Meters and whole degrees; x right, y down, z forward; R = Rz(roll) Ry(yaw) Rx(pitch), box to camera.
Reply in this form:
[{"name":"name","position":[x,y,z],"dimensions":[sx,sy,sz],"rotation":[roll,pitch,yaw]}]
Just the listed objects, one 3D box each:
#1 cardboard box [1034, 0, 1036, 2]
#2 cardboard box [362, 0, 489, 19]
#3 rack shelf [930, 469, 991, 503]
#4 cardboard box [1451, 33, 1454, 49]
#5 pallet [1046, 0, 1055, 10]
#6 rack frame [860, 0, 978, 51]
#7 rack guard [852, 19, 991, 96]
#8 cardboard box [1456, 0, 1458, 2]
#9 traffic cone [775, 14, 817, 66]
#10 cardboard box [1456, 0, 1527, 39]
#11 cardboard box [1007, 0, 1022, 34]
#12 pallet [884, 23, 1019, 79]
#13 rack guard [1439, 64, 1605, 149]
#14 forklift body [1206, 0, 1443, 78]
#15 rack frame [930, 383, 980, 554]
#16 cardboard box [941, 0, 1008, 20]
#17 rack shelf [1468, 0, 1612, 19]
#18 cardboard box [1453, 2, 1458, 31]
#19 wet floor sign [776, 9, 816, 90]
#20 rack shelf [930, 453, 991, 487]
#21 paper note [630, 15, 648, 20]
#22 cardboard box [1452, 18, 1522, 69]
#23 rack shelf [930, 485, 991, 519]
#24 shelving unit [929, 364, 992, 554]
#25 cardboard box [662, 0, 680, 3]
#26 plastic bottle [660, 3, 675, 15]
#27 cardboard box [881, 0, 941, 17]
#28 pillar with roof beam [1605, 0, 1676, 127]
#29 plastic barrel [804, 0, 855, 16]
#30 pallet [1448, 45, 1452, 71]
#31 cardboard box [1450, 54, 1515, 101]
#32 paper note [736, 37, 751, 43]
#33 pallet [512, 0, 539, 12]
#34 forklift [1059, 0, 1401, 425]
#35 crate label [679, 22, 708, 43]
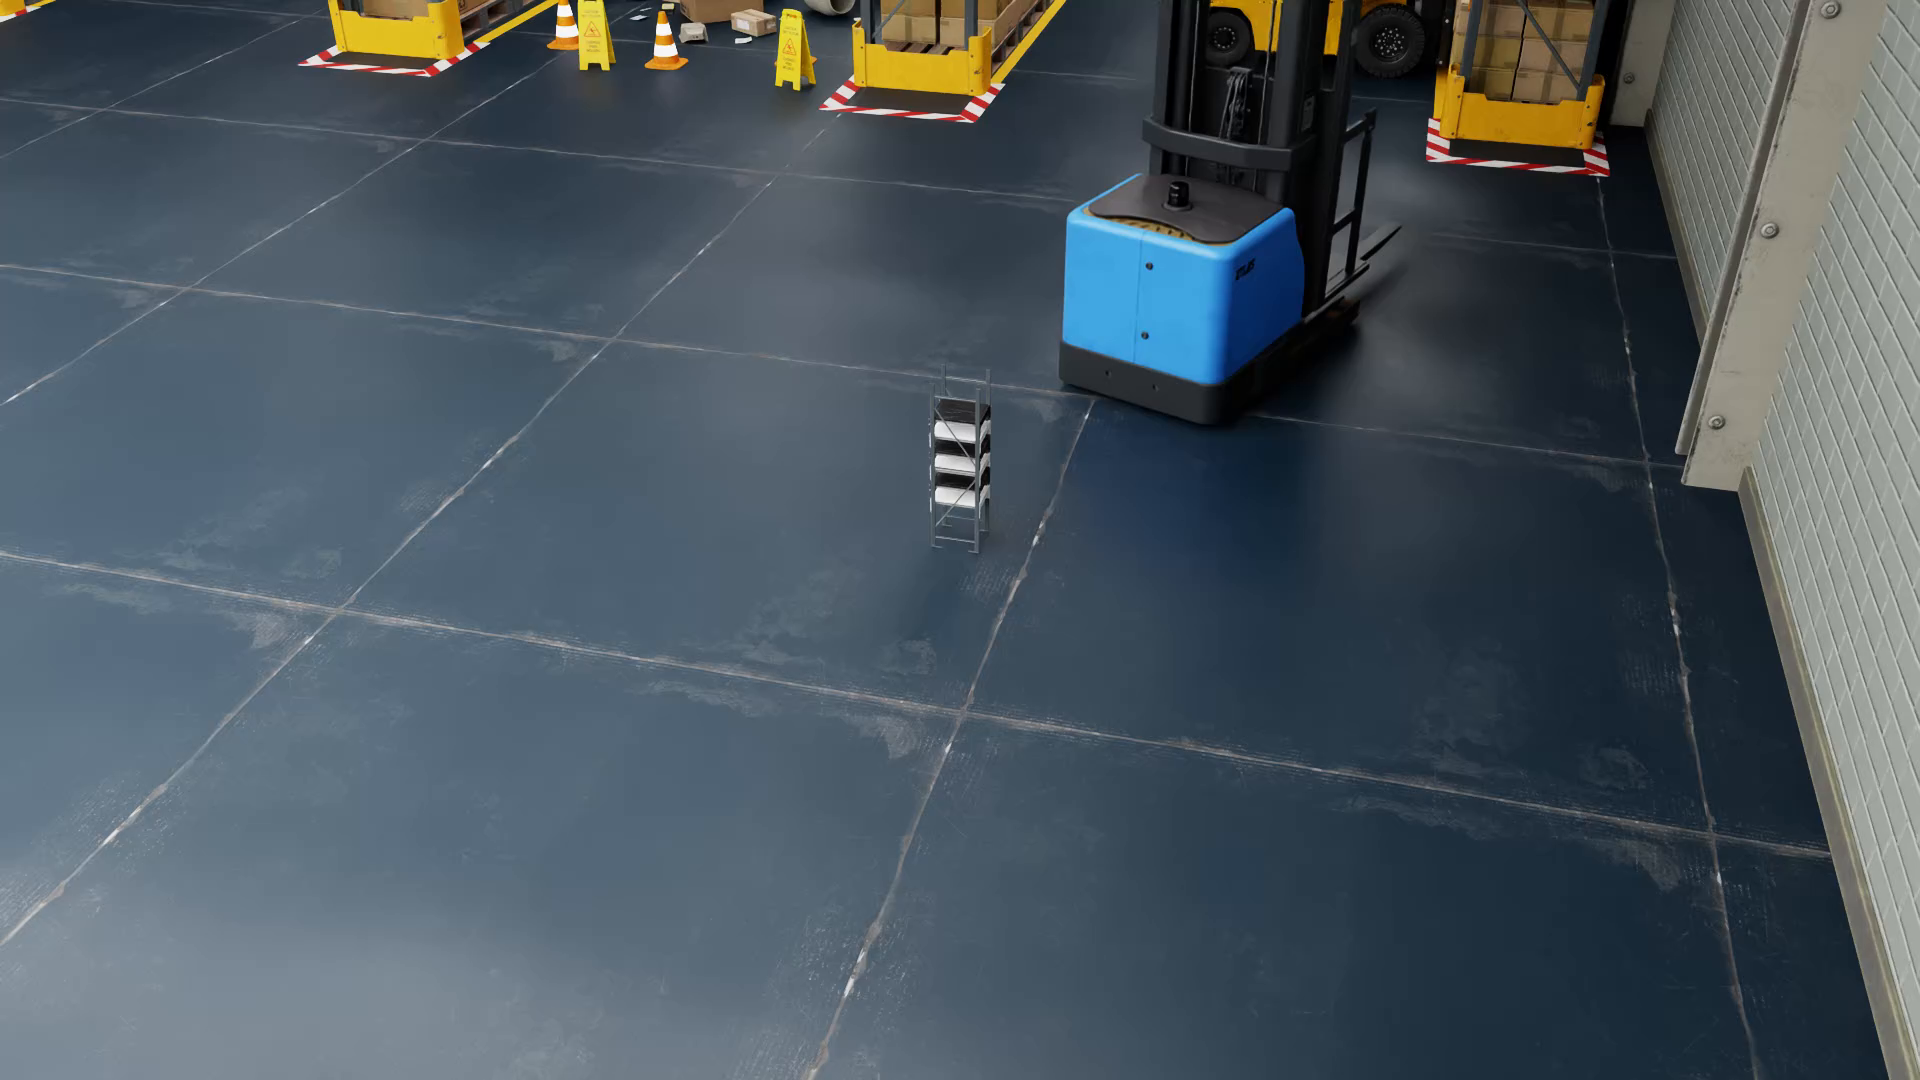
[{"name":"cardboard box","position":[0.519,-5.395,16.112],"dimensions":[0.500,0.250,0.500],"rotation":[9,33,13]},{"name":"cardboard box","position":[-5.052,-5.450,15.616],"dimensions":[0.875,0.875,0.875],"rotation":[8,33,13]},{"name":"rack shelf","position":[0.002,-0.280,8.081],"dimensions":[0.258,0.077,0.200],"rotation":[8,33,12]},{"name":"cardboard box","position":[4.540,-4.332,14.440],"dimensions":[0.500,0.250,0.500],"rotation":[8,33,13]},{"name":"pallet","position":[0.532,-5.733,17.071],"dimensions":[1.003,0.211,1.213],"rotation":[8,33,12]},{"name":"rack frame","position":[-0.347,-5.187,13.613],"dimensions":[1.000,3.000,0.127],"rotation":[8,33,12]},{"name":"rack guard","position":[-0.327,-4.171,14.346],"dimensions":[1.175,0.500,0.348],"rotation":[8,33,12]},{"name":"cardboard box","position":[4.513,-4.762,14.185],"dimensions":[0.500,0.250,0.500],"rotation":[8,33,13]},{"name":"traffic cone","position":[-1.485,-4.515,14.921],"dimensions":[0.336,0.463,0.334],"rotation":[8,33,12]},{"name":"cardboard box","position":[4.271,-4.233,13.353],"dimensions":[0.500,0.250,0.500],"rotation":[9,34,14]},{"name":"cardboard box","position":[0.262,-4.849,15.252],"dimensions":[0.500,0.250,0.500],"rotation":[9,34,14]},{"name":"pallet","position":[-0.087,-4.466,15.079],"dimensions":[1.003,0.211,1.213],"rotation":[8,33,12]},{"name":"rack guard","position":[4.449,-3.446,13.204],"dimensions":[1.175,0.500,0.348],"rotation":[8,33,12]},{"name":"forklift body","position":[3.172,-5.387,14.719],"dimensions":[2.313,2.155,1.214],"rotation":[8,33,12]},{"name":"rack frame","position":[-0.024,-0.331,7.932],"dimensions":[0.240,0.900,0.006],"rotation":[8,33,12]},{"name":"cardboard box","position":[0.131,-4.914,14.656],"dimensions":[0.500,0.500,0.500],"rotation":[7,33,11]},{"name":"rack shelf","position":[4.963,-5.247,14.379],"dimensions":[1.077,0.370,4.000],"rotation":[8,33,12]},{"name":"cardboard box","position":[4.525,-4.566,14.341],"dimensions":[0.500,0.250,0.500],"rotation":[7,33,11]},{"name":"wet floor sign","position":[-1.430,-4.240,14.319],"dimensions":[0.267,0.644,0.232],"rotation":[20,38,29]},{"name":"rack shelf","position":[0.002,-0.356,8.033],"dimensions":[0.258,0.077,0.200],"rotation":[8,33,12]},{"name":"paper note","position":[-3.131,-5.116,16.270],"dimensions":[0.144,0.017,0.142],"rotation":[20,38,29]},{"name":"cardboard box","position":[4.277,-4.036,13.508],"dimensions":[0.500,0.250,0.500],"rotation":[8,33,12]},{"name":"rack shelf","position":[0.002,-0.204,8.130],"dimensions":[0.258,0.077,0.200],"rotation":[8,33,12]},{"name":"shelving unit","position":[0.002,-0.384,8.015],"dimensions":[0.258,0.900,0.210],"rotation":[8,33,12]},{"name":"cardboard box","position":[-2.800,-5.588,16.792],"dimensions":[0.396,0.266,0.258],"rotation":[14,35,21]},{"name":"plastic bottle","position":[-2.894,-5.267,16.478],"dimensions":[0.133,0.061,0.283],"rotation":[-3,33,-4]},{"name":"cardboard box","position":[-0.396,-4.972,14.747],"dimensions":[0.500,0.500,0.500],"rotation":[8,33,13]},{"name":"pillar with roof beam","position":[1.340,-7.870,12.241],"dimensions":[9.100,9.000,0.400],"rotation":[8,33,12]},{"name":"plastic barrel","position":[-1.287,-5.378,16.315],"dimensions":[0.421,0.421,0.512],"rotation":[-21,38,-29]},{"name":"pallet","position":[4.921,-4.370,14.927],"dimensions":[1.003,0.211,1.213],"rotation":[8,33,12]},{"name":"cardboard box","position":[4.269,-3.817,13.629],"dimensions":[0.500,0.250,0.500],"rotation":[8,33,13]},{"name":"paper note","position":[-2.032,-4.696,15.608],"dimensions":[0.148,0.019,0.142],"rotation":[-3,33,-4]},{"name":"pallet","position":[-4.721,-5.688,17.001],"dimensions":[1.003,0.211,1.213],"rotation":[8,33,12]},{"name":"forklift","position":[1.826,-2.612,9.627],"dimensions":[1.130,2.935,3.031],"rotation":[21,38,29]},{"name":"crate label","position":[-2.506,-4.769,15.624],"dimensions":[0.250,0.136,0.298],"rotation":[-8,33,-13]}]
